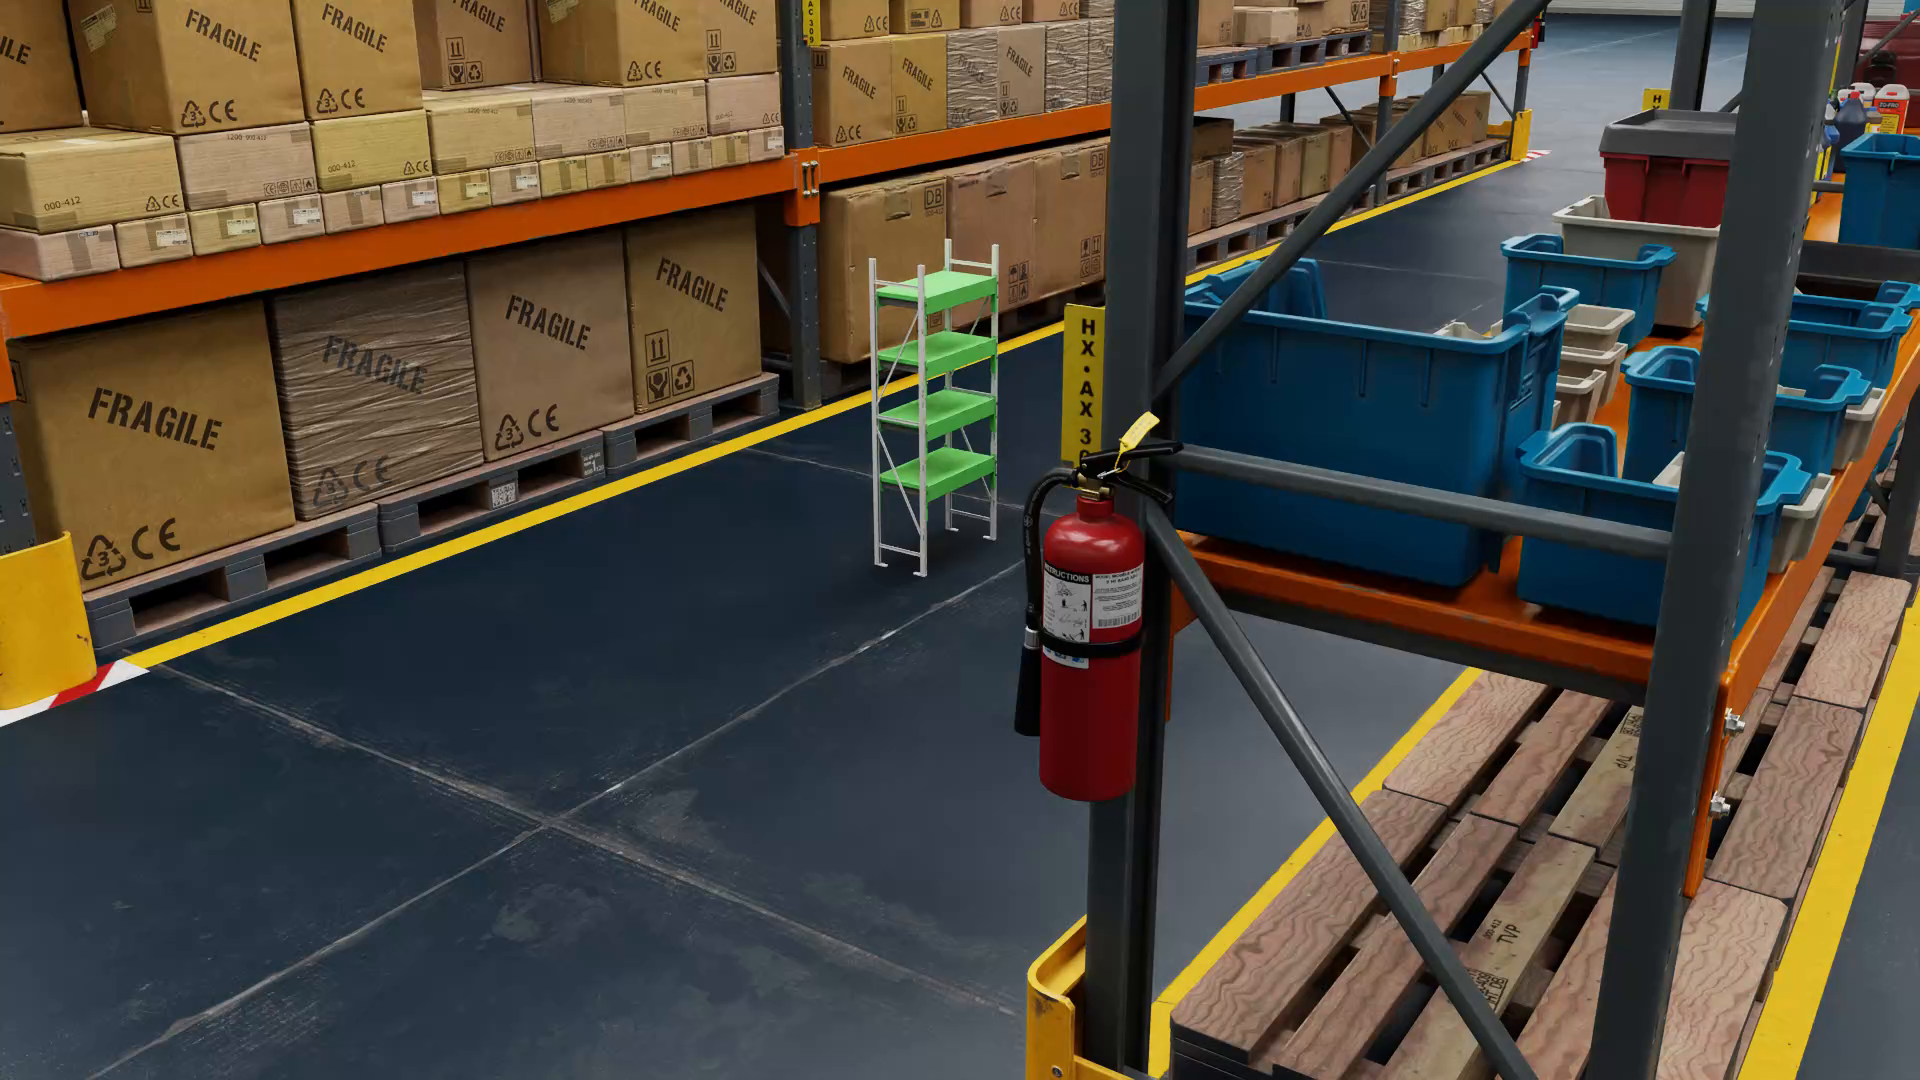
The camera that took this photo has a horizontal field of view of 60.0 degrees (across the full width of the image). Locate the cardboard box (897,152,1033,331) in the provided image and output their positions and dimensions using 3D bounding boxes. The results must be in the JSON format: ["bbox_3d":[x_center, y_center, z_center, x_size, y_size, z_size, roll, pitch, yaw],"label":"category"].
[{"bbox_3d":[-0.319,-1.818,9.813,1.225,0.875,0.875,12,24,30],"label":"cardboard box"}]

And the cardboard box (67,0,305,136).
[{"bbox_3d":[-2.638,-1.675,5.677,0.500,0.500,0.500,13,24,31],"label":"cardboard box"}]

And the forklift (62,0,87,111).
[{"bbox_3d":[-3.931,-2.285,8.716,1.130,2.935,3.031,12,23,29],"label":"forklift"}]

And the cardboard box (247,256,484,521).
[{"bbox_3d":[-2.607,-0.687,6.755,0.875,0.875,0.875,13,24,32],"label":"cardboard box"}]

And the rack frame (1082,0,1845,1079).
[{"bbox_3d":[0.681,-0.061,2.605,0.949,2.616,0.053,13,24,32],"label":"rack frame"}]

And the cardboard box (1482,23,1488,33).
[{"bbox_3d":[5.025,-5.091,16.566,0.380,0.149,0.250,13,24,32],"label":"cardboard box"}]

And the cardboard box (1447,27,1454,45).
[{"bbox_3d":[4.385,-4.718,15.557,0.380,0.149,0.250,13,24,32],"label":"cardboard box"}]

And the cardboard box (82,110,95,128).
[{"bbox_3d":[-3.074,-1.431,6.098,0.500,0.250,0.500,13,24,31],"label":"cardboard box"}]

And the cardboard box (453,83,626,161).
[{"bbox_3d":[-1.771,-1.769,7.012,0.500,0.250,0.500,14,24,33],"label":"cardboard box"}]

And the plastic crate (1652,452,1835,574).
[{"bbox_3d":[1.344,-0.047,2.862,0.250,0.136,0.298,13,24,32],"label":"plastic crate"}]

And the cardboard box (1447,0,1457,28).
[{"bbox_3d":[4.145,-5.072,15.580,0.875,0.500,0.500,13,24,32],"label":"cardboard box"}]

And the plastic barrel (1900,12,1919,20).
[{"bbox_3d":[6.055,-3.000,10.356,0.433,0.535,0.433,0,20,0],"label":"plastic barrel"}]

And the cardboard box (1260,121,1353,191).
[{"bbox_3d":[2.970,-3.331,14.415,0.700,0.500,0.500,11,23,28],"label":"cardboard box"}]

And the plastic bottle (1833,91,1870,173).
[{"bbox_3d":[3.999,-1.837,7.479,0.144,0.351,0.185,13,24,32],"label":"plastic bottle"}]

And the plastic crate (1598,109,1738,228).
[{"bbox_3d":[2.223,-1.058,5.124,0.402,0.464,0.583,13,24,32],"label":"plastic crate"}]

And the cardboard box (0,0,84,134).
[{"bbox_3d":[-3.356,-1.638,5.575,0.500,0.500,0.500,14,24,32],"label":"cardboard box"}]

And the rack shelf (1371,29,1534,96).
[{"bbox_3d":[4.458,-4.705,16.199,1.077,0.370,4.000,13,24,32],"label":"rack shelf"}]

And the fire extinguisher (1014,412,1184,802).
[{"bbox_3d":[0.223,0.106,2.804,0.296,0.674,0.183,13,24,32],"label":"fire extinguisher"}]

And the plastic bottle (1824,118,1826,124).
[{"bbox_3d":[3.798,-1.828,7.454,0.144,0.351,0.185,13,24,32],"label":"plastic bottle"}]

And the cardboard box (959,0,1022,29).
[{"bbox_3d":[-0.080,-3.252,9.642,0.797,0.503,0.637,14,25,34],"label":"cardboard box"}]

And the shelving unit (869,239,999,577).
[{"bbox_3d":[-0.093,-0.515,6.428,0.258,1.200,0.503,13,24,32],"label":"shelving unit"}]

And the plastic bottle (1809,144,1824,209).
[{"bbox_3d":[3.298,-1.484,6.524,0.144,0.351,0.185,13,24,32],"label":"plastic bottle"}]

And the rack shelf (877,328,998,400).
[{"bbox_3d":[-0.093,-0.680,6.367,0.258,0.148,0.480,13,24,32],"label":"rack shelf"}]

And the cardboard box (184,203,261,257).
[{"bbox_3d":[-2.653,-1.093,5.758,0.380,0.149,0.250,13,24,31],"label":"cardboard box"}]

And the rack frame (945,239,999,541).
[{"bbox_3d":[0.044,-0.585,6.618,0.240,1.200,0.015,13,24,32],"label":"rack frame"}]

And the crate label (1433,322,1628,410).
[{"bbox_3d":[1.304,-0.399,3.813,0.396,0.136,0.243,13,24,32],"label":"crate label"}]

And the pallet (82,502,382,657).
[{"bbox_3d":[-3.028,0.037,6.360,1.003,0.211,1.213,13,24,32],"label":"pallet"}]

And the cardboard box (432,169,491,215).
[{"bbox_3d":[-2.076,-1.387,6.553,0.380,0.149,0.250,13,24,30],"label":"cardboard box"}]

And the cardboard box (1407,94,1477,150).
[{"bbox_3d":[4.909,-4.287,17.029,0.500,0.500,0.500,-17,26,-38],"label":"cardboard box"}]

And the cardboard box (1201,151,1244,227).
[{"bbox_3d":[1.746,-2.713,12.744,0.700,0.500,0.500,11,23,27],"label":"cardboard box"}]

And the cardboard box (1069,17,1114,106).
[{"bbox_3d":[0.727,-3.036,10.505,0.500,0.500,0.500,13,24,31],"label":"cardboard box"}]

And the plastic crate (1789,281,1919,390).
[{"bbox_3d":[2.004,-0.480,3.894,0.416,0.233,0.300,13,24,32],"label":"plastic crate"}]

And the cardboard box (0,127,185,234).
[{"bbox_3d":[-2.919,-1.180,5.419,0.500,0.250,0.500,13,24,30],"label":"cardboard box"}]

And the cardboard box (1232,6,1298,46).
[{"bbox_3d":[2.217,-3.884,12.552,0.500,0.250,0.500,12,24,30],"label":"cardboard box"}]

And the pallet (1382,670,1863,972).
[{"bbox_3d":[1.866,0.670,4.649,1.003,0.211,1.213,13,24,32],"label":"pallet"}]

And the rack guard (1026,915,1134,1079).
[{"bbox_3d":[0.681,1.122,3.011,1.175,0.500,0.348,13,24,32],"label":"rack guard"}]

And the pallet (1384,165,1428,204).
[{"bbox_3d":[3.682,-3.361,15.546,1.003,0.211,1.213,13,24,32],"label":"pallet"}]

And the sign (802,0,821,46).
[{"bbox_3d":[-0.704,-2.509,7.862,0.100,0.325,0.005,13,24,32],"label":"sign"}]

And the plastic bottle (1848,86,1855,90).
[{"bbox_3d":[4.583,-2.206,8.590,0.097,0.271,0.097,0,20,0],"label":"plastic bottle"}]

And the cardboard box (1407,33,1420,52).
[{"bbox_3d":[3.854,-4.423,14.761,0.380,0.149,0.250,13,24,32],"label":"cardboard box"}]

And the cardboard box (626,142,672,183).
[{"bbox_3d":[-1.498,-1.683,7.353,0.380,0.149,0.250,14,24,33],"label":"cardboard box"}]

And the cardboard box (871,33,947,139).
[{"bbox_3d":[-0.417,-2.448,8.915,0.500,0.500,0.500,13,24,32],"label":"cardboard box"}]

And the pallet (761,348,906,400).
[{"bbox_3d":[-0.792,-1.102,9.439,1.003,0.211,1.213,13,24,32],"label":"pallet"}]

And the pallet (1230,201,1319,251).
[{"bbox_3d":[2.212,-2.586,13.451,1.003,0.211,1.213,13,24,32],"label":"pallet"}]

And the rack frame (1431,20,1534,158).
[{"bbox_3d":[5.582,-5.617,17.625,1.000,3.000,0.127,13,24,32],"label":"rack frame"}]

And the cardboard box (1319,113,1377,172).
[{"bbox_3d":[3.591,-3.600,15.173,0.500,0.500,0.500,12,24,30],"label":"cardboard box"}]

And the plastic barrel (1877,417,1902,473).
[{"bbox_3d":[3.650,-0.776,6.959,0.600,0.901,0.708,13,24,32],"label":"plastic barrel"}]
